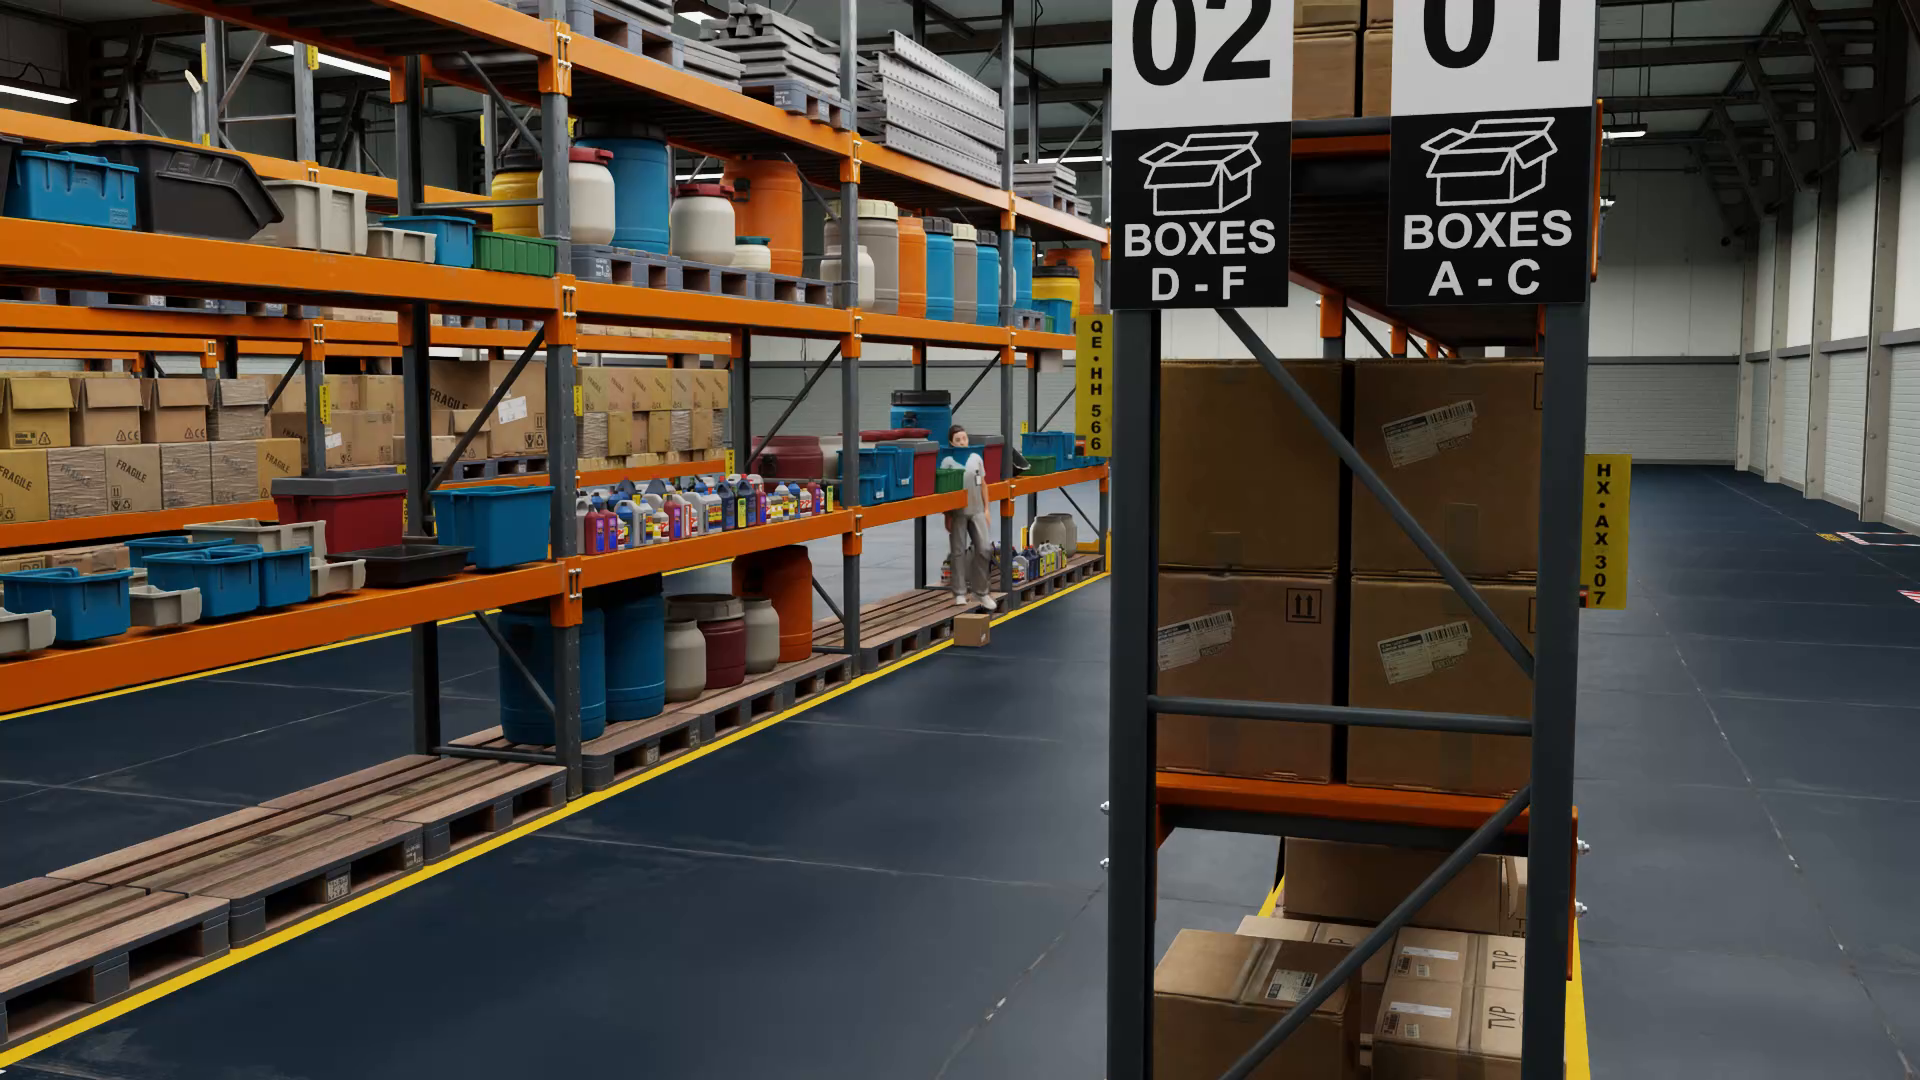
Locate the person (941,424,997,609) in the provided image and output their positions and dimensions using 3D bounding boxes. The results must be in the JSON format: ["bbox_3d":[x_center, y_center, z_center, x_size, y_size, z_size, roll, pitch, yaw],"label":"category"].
[{"bbox_3d":[0.064,-0.212,15.345,0.540,1.708,0.357,-2,6,-21],"label":"person"}]
